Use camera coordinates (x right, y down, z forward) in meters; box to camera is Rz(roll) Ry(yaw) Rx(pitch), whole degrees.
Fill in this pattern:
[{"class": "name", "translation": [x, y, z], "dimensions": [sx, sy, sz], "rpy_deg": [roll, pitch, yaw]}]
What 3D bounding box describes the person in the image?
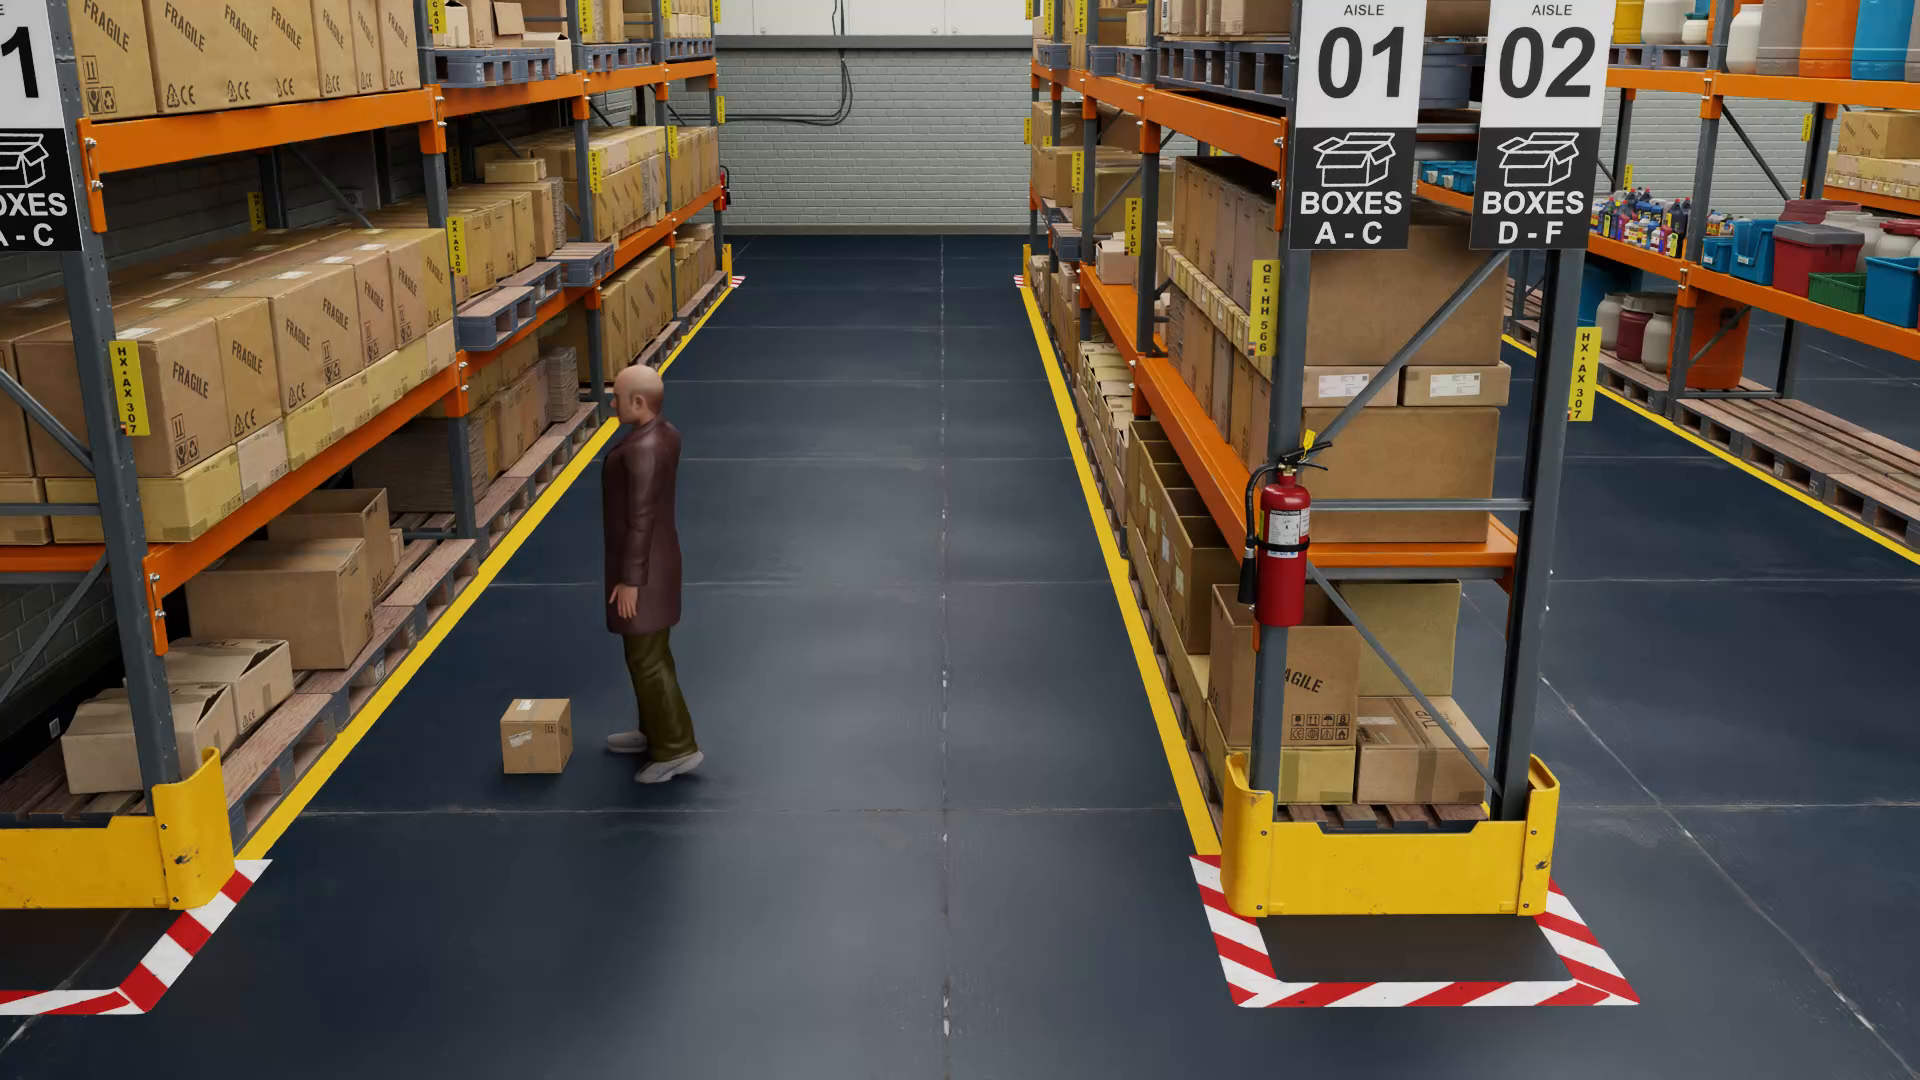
[{"class": "person", "translation": [-1.359, 0.166, 7.129], "dimensions": [0.489, 1.850, 0.577], "rpy_deg": [0, 17, 0]}]
